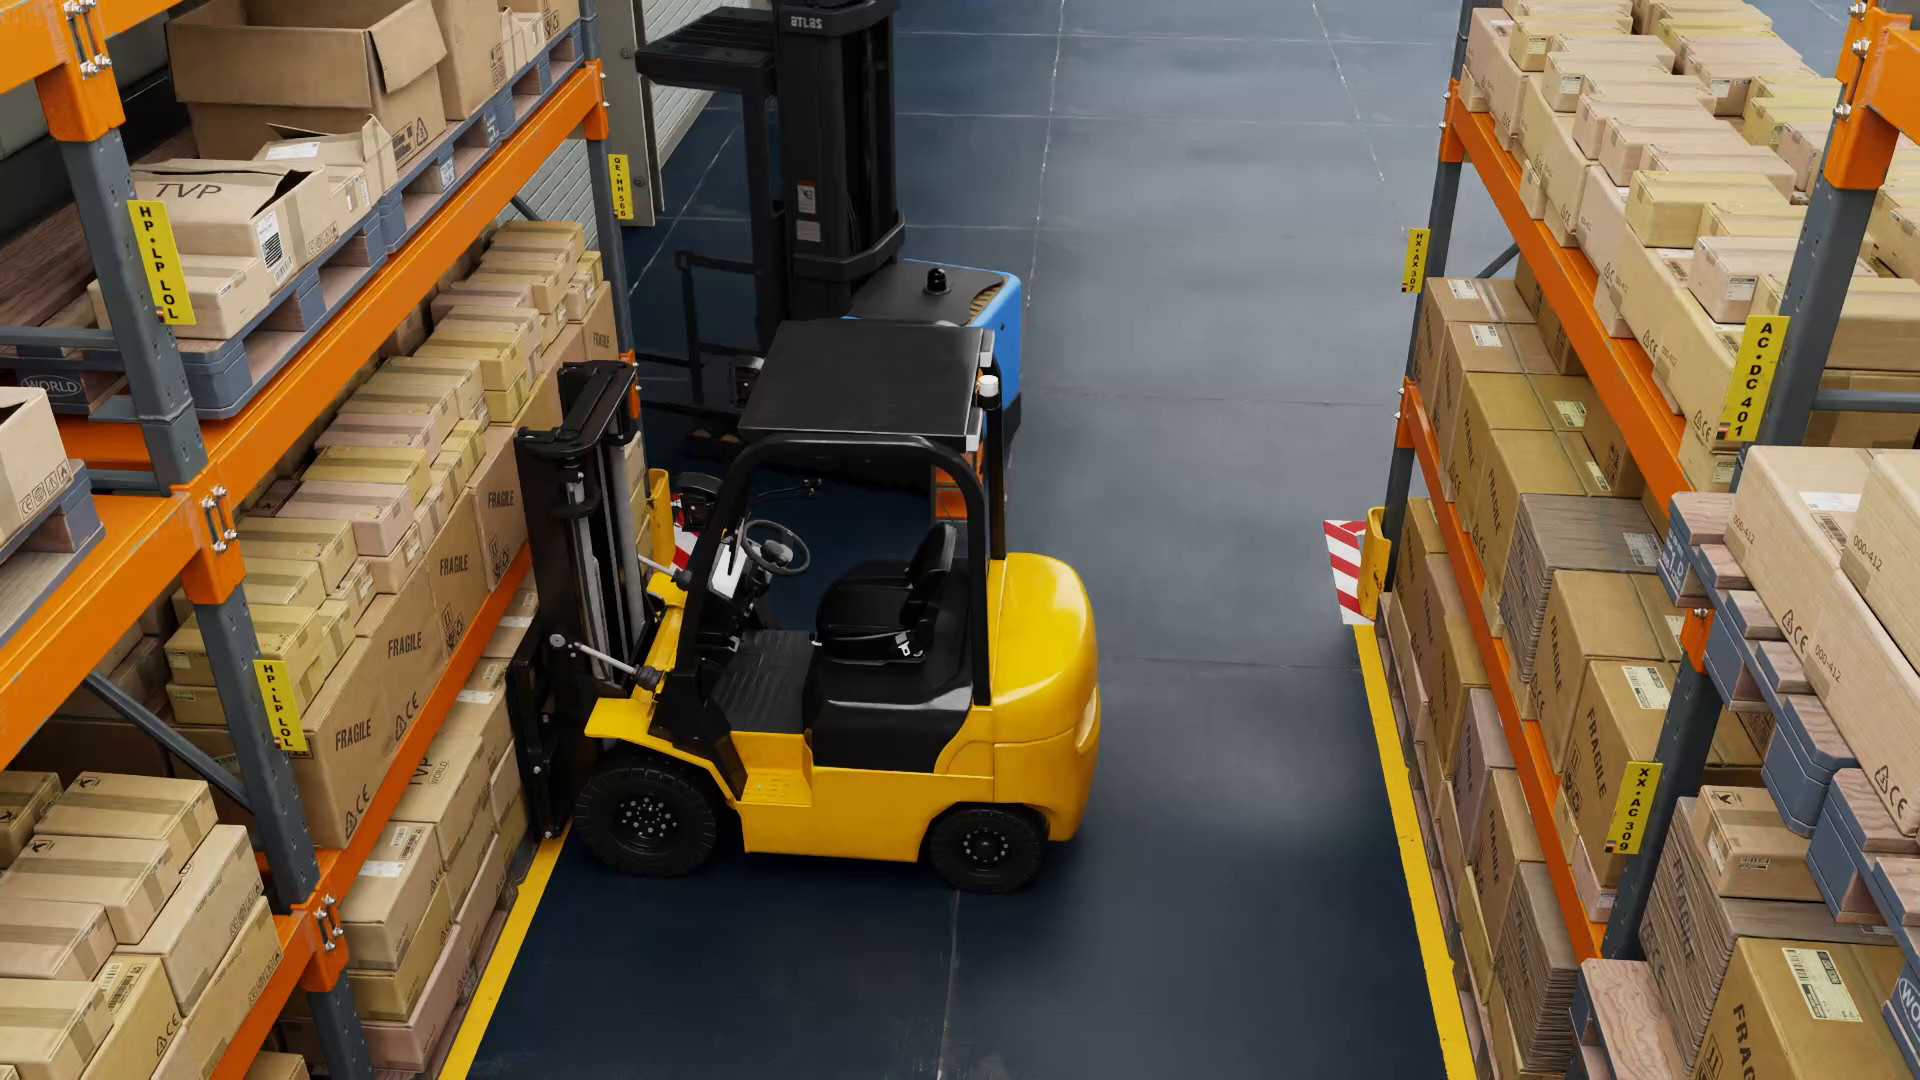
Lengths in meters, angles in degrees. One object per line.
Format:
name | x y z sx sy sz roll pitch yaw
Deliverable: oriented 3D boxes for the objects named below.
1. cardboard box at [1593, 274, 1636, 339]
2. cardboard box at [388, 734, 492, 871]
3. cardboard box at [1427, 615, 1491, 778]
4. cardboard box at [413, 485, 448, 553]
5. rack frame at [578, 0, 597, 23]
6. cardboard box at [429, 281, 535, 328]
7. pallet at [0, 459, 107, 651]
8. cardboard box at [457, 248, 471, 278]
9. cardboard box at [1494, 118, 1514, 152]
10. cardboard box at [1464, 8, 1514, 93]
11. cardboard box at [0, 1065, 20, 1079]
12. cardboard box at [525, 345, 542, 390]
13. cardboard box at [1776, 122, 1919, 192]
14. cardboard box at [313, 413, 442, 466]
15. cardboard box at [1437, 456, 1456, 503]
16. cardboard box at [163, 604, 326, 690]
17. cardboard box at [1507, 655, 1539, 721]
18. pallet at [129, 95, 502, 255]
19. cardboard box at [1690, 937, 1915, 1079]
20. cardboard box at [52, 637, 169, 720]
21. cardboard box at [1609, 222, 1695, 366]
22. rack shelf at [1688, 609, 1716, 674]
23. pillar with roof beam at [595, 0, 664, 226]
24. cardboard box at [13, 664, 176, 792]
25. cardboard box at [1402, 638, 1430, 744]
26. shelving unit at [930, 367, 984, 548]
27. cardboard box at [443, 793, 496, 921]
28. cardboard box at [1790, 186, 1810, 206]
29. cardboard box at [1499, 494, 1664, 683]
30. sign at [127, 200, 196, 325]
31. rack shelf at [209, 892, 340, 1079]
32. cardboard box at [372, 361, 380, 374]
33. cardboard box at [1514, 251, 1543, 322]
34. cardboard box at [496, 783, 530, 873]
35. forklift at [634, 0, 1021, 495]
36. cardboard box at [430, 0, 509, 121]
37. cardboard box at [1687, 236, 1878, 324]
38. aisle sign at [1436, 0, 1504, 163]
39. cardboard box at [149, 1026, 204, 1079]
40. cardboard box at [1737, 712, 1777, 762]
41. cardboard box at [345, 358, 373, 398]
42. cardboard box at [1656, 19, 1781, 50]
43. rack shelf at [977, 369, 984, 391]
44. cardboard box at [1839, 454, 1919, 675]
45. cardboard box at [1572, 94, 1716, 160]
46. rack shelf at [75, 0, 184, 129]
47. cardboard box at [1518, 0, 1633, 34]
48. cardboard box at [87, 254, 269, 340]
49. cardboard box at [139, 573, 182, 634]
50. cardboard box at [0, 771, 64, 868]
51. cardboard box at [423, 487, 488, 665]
cardboard box | 2.238 -0.749 5.267 0.380 0.149 0.250 3 32 5
cardboard box | -2.125 0.986 6.339 0.500 0.250 0.500 3 32 4
cardboard box | 2.314 0.675 7.081 0.500 0.500 0.500 3 32 5
cardboard box | -2.111 -0.084 6.093 0.380 0.149 0.250 2 32 3
rack frame | -2.203 -3.719 6.988 1.000 3.000 0.127 2 32 4
cardboard box | -2.100 -1.019 7.328 0.380 0.149 0.250 3 32 4
pallet | -2.588 0.193 3.682 0.805 0.209 1.217 1 32 2
cardboard box | -2.528 -1.308 7.796 0.380 0.149 0.250 4 32 6
cardboard box | 2.406 -1.687 6.790 0.380 0.149 0.250 3 32 5
cardboard box | 2.438 -2.043 6.987 0.500 0.250 0.500 2 32 3
cardboard box | -2.384 1.335 3.792 0.380 0.149 0.250 2 32 3
cardboard box | -2.032 -0.752 7.178 0.380 0.149 0.250 1 32 2
cardboard box | 2.821 -1.207 5.250 0.380 0.149 0.250 2 32 3
cardboard box | -2.181 -0.350 6.242 0.380 0.149 0.250 2 32 4
cardboard box | 2.335 -0.281 7.366 0.380 0.149 0.250 3 32 5
cardboard box | -2.207 0.327 5.143 0.380 0.149 0.250 3 32 5
cardboard box | 2.220 0.531 6.049 0.380 0.149 0.250 2 32 3
pallet | -2.383 -1.396 6.162 1.003 0.211 1.213 2 32 4
cardboard box | 2.054 1.283 3.810 0.500 0.500 0.500 3 32 4
cardboard box | -2.759 0.429 5.262 0.380 0.149 0.250 2 32 4
cardboard box | 2.226 -0.710 4.823 0.500 0.250 0.500 2 32 3
rack shelf | 2.256 1.212 2.532 1.077 0.370 4.000 2 32 4
pillar with roof beam | 1.621 -6.347 11.252 9.100 9.000 0.400 2 32 4
cardboard box | -2.762 0.637 5.542 0.500 0.500 0.500 2 32 4
cardboard box | 2.354 0.713 7.734 0.500 0.250 0.500 4 32 6
shelving unit | -0.013 -0.424 9.075 0.258 1.200 0.503 2 32 4
cardboard box | -2.143 1.202 6.465 0.500 0.250 0.500 2 32 4
cardboard box | 2.814 -0.953 5.218 0.500 0.250 0.500 3 32 4
cardboard box | 2.280 0.183 5.995 0.500 0.500 0.500 3 32 5
sign | -1.987 -0.687 4.133 0.100 0.325 0.005 2 32 4
rack shelf | -2.692 2.278 3.660 1.077 0.370 4.000 2 32 4
cardboard box | -2.665 -0.648 7.010 0.380 0.149 0.250 4 32 6
cardboard box | 2.920 -1.274 7.406 0.700 0.500 0.500 2 32 3
cardboard box | -2.107 1.144 7.036 0.500 0.250 0.500 3 32 5
forklift | -1.186 -1.979 9.948 3.031 2.935 1.130 11 33 17
cardboard box | -2.179 -1.933 6.358 0.700 0.500 0.500 3 32 4
cardboard box | 2.172 -0.687 4.407 0.380 0.149 0.250 2 32 3
aisle sign | 2.440 -2.108 7.613 0.394 0.787 0.004 2 32 4
cardboard box | -2.345 1.528 4.335 0.500 0.250 0.500 2 32 4
cardboard box | 2.671 0.321 4.819 0.700 0.500 0.500 2 32 3
cardboard box | -2.598 -0.637 6.707 0.380 0.149 0.250 3 32 4
cardboard box | 2.877 -1.877 6.338 0.380 0.149 0.250 3 32 4
rack shelf | -0.013 -0.759 8.869 0.258 0.148 0.480 2 32 4
cardboard box | 1.941 0.081 2.947 0.500 0.250 0.500 2 32 3
cardboard box | 2.258 -1.363 5.503 0.380 0.149 0.250 3 32 5
rack shelf | -2.366 -2.197 5.585 1.077 0.370 4.000 2 32 4
cardboard box | 2.426 -2.027 6.581 0.380 0.149 0.250 2 32 4
cardboard box | -2.190 -0.687 4.670 0.380 0.149 0.250 3 32 5
cardboard box | -2.742 0.172 5.395 0.380 0.149 0.250 2 32 3
cardboard box | -2.771 0.782 4.688 0.380 0.149 0.250 2 32 3
cardboard box | -2.167 0.125 6.373 0.500 0.500 0.500 2 32 3
